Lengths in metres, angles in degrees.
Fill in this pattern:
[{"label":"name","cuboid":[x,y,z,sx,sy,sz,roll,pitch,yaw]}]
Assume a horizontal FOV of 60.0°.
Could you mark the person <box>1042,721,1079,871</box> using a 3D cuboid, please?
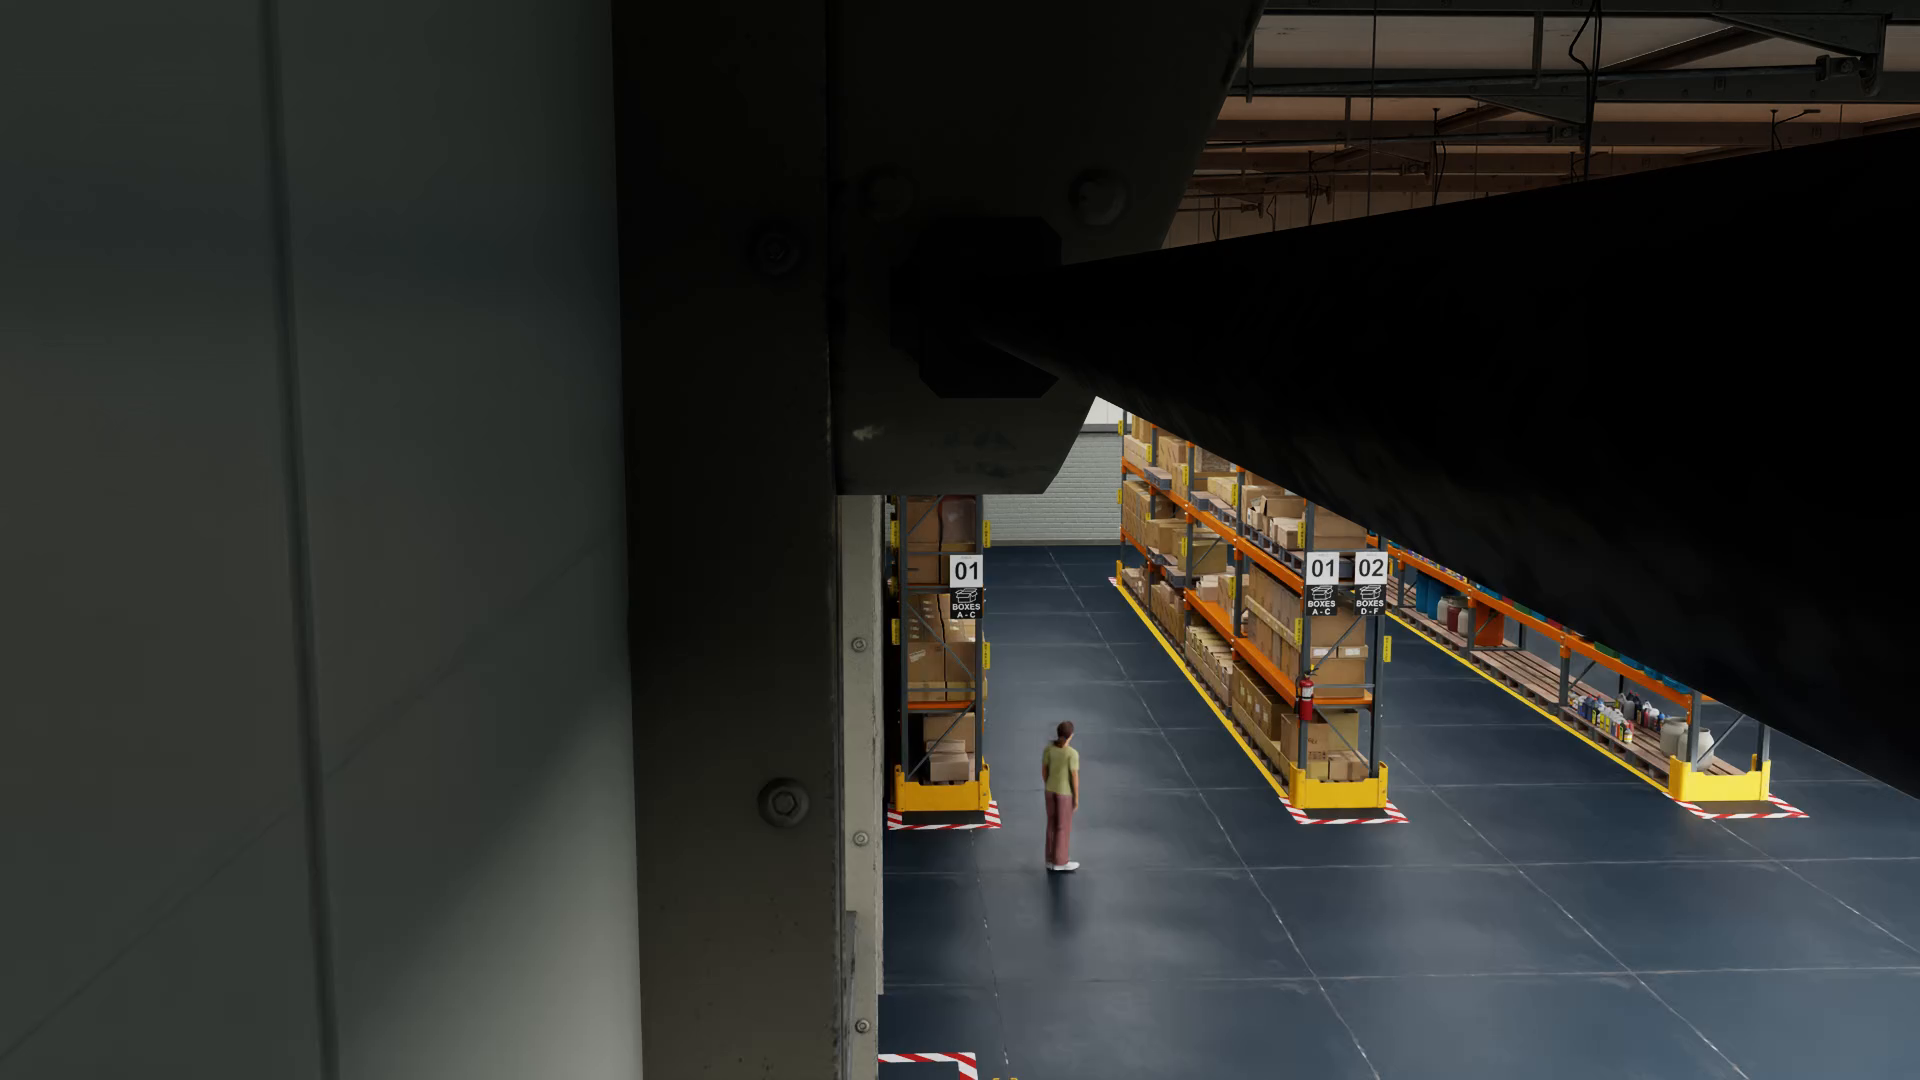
[{"label":"person","cuboid":[1.124,2.815,18.332,0.475,1.683,0.319,7,11,37]}]
